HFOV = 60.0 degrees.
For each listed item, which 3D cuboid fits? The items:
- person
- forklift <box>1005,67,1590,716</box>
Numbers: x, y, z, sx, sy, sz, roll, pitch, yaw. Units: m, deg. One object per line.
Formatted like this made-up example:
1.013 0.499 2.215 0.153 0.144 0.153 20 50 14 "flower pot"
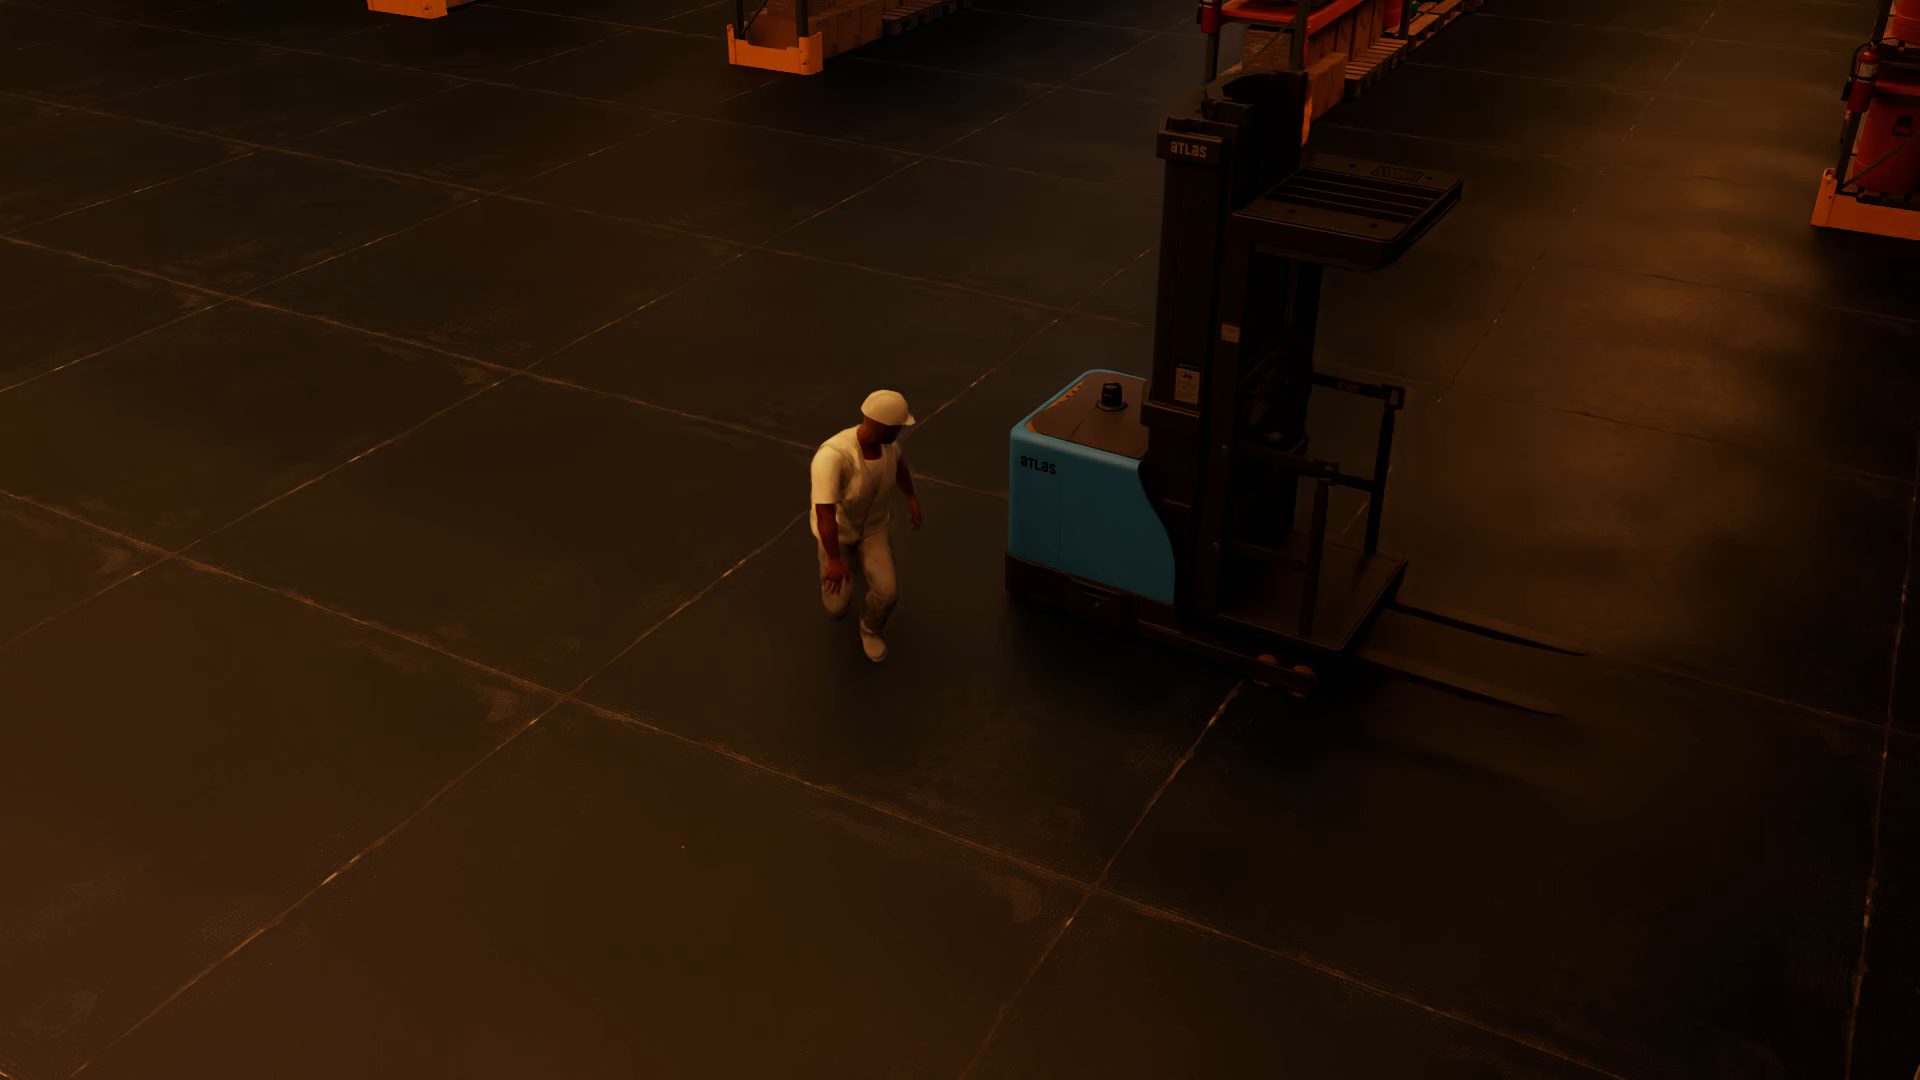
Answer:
-0.507 -0.132 8.715 0.732 1.546 0.718 -15 33 -24 "person"
1.780 -0.758 8.384 3.031 2.935 1.130 17 34 27 "forklift"
